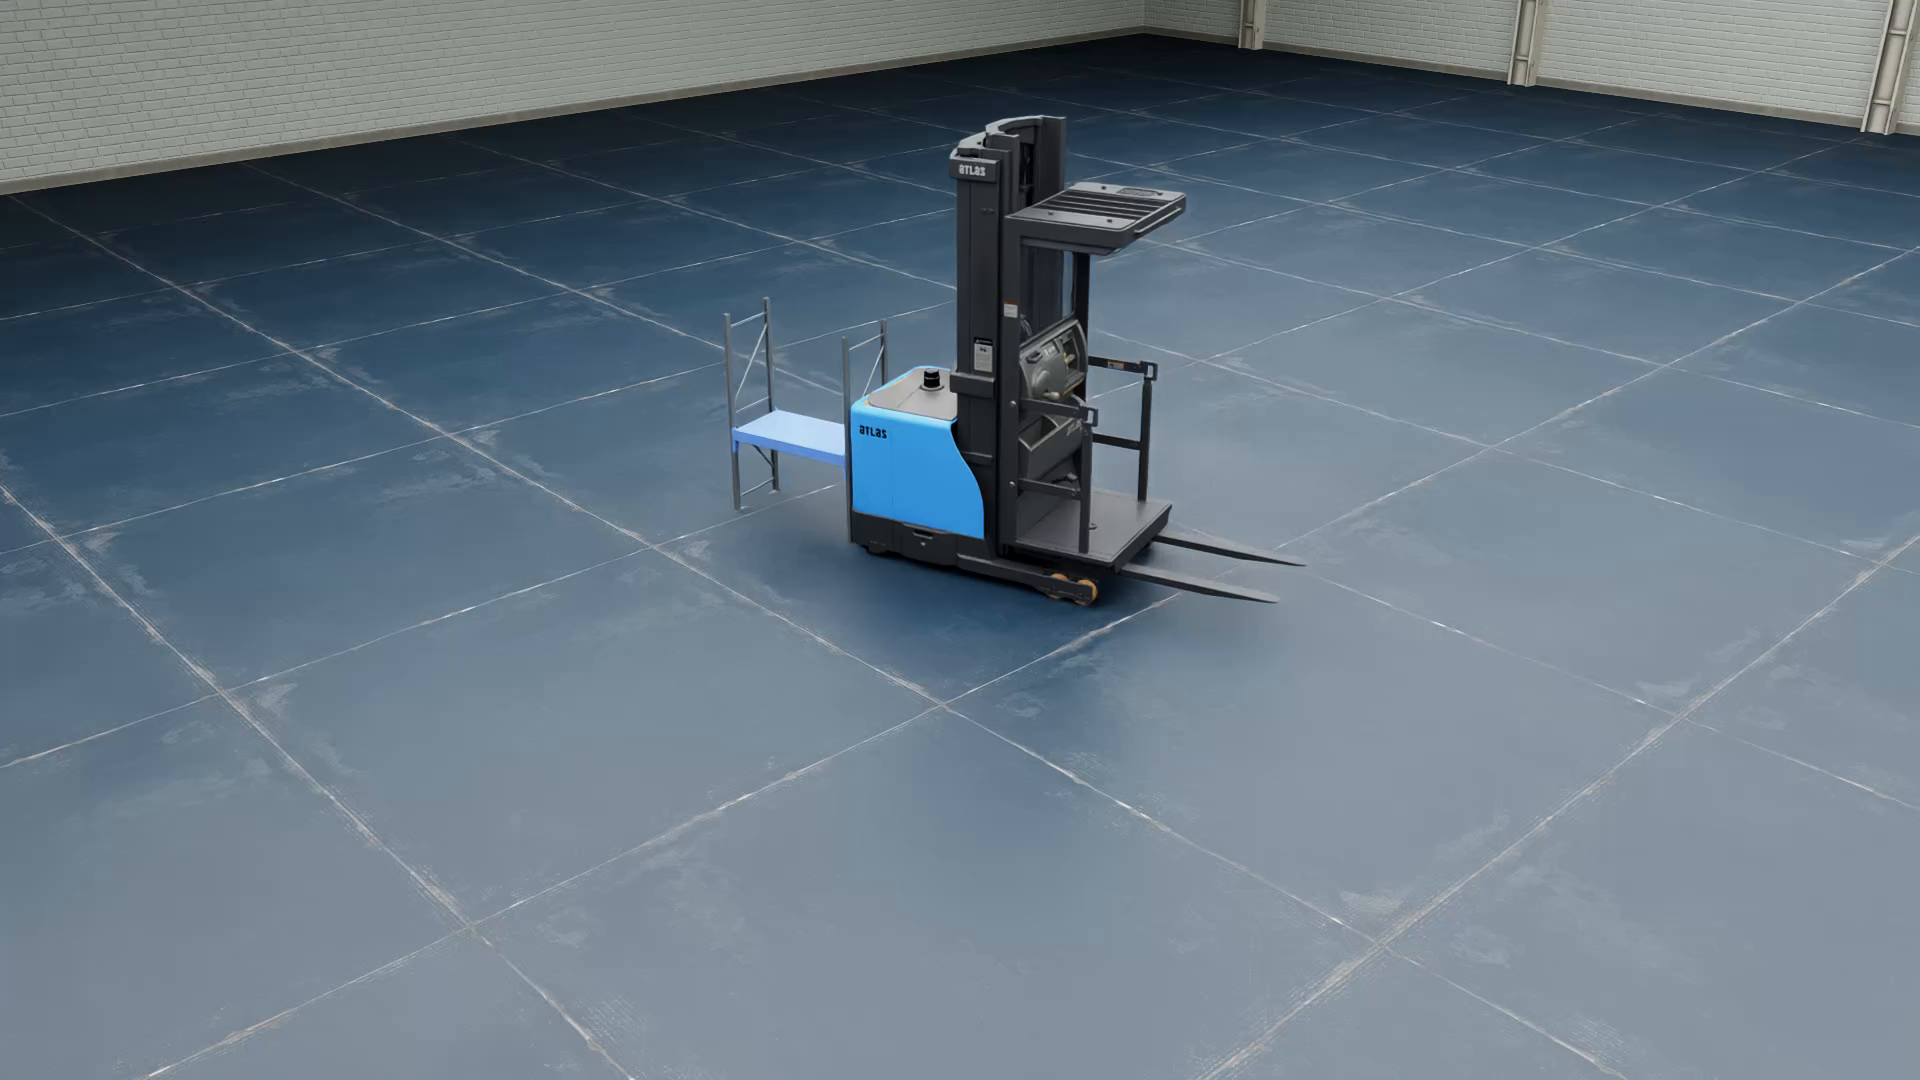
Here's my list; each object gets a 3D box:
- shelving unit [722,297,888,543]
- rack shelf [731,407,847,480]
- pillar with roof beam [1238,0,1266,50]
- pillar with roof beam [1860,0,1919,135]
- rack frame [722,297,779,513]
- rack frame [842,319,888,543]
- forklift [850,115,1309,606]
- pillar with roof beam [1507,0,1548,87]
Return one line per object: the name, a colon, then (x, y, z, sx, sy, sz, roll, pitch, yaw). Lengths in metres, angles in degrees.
shelving unit: (-1.079, -0.864, 11.837, 1.048, 1.500, 0.538, 14, 28, 29)
rack shelf: (-1.079, -0.700, 11.911, 1.000, 0.185, 0.538, 14, 28, 29)
pillar with roof beam: (2.693, -12.753, 28.862, 9.100, 9.000, 0.400, -21, 32, -38)
pillar with roof beam: (10.895, -9.117, 20.893, 9.100, 9.000, 0.400, -21, 32, -38)
rack frame: (-1.511, -0.975, 12.080, 0.032, 1.500, 0.500, 14, 28, 29)
rack frame: (-0.647, -0.753, 11.593, 0.032, 1.500, 0.500, 14, 28, 29)
forklift: (0.792, -1.159, 10.759, 3.031, 2.935, 1.130, 12, 27, 25)
pillar with roof beam: (6.794, -10.935, 24.877, 9.100, 9.000, 0.400, -21, 32, -38)
